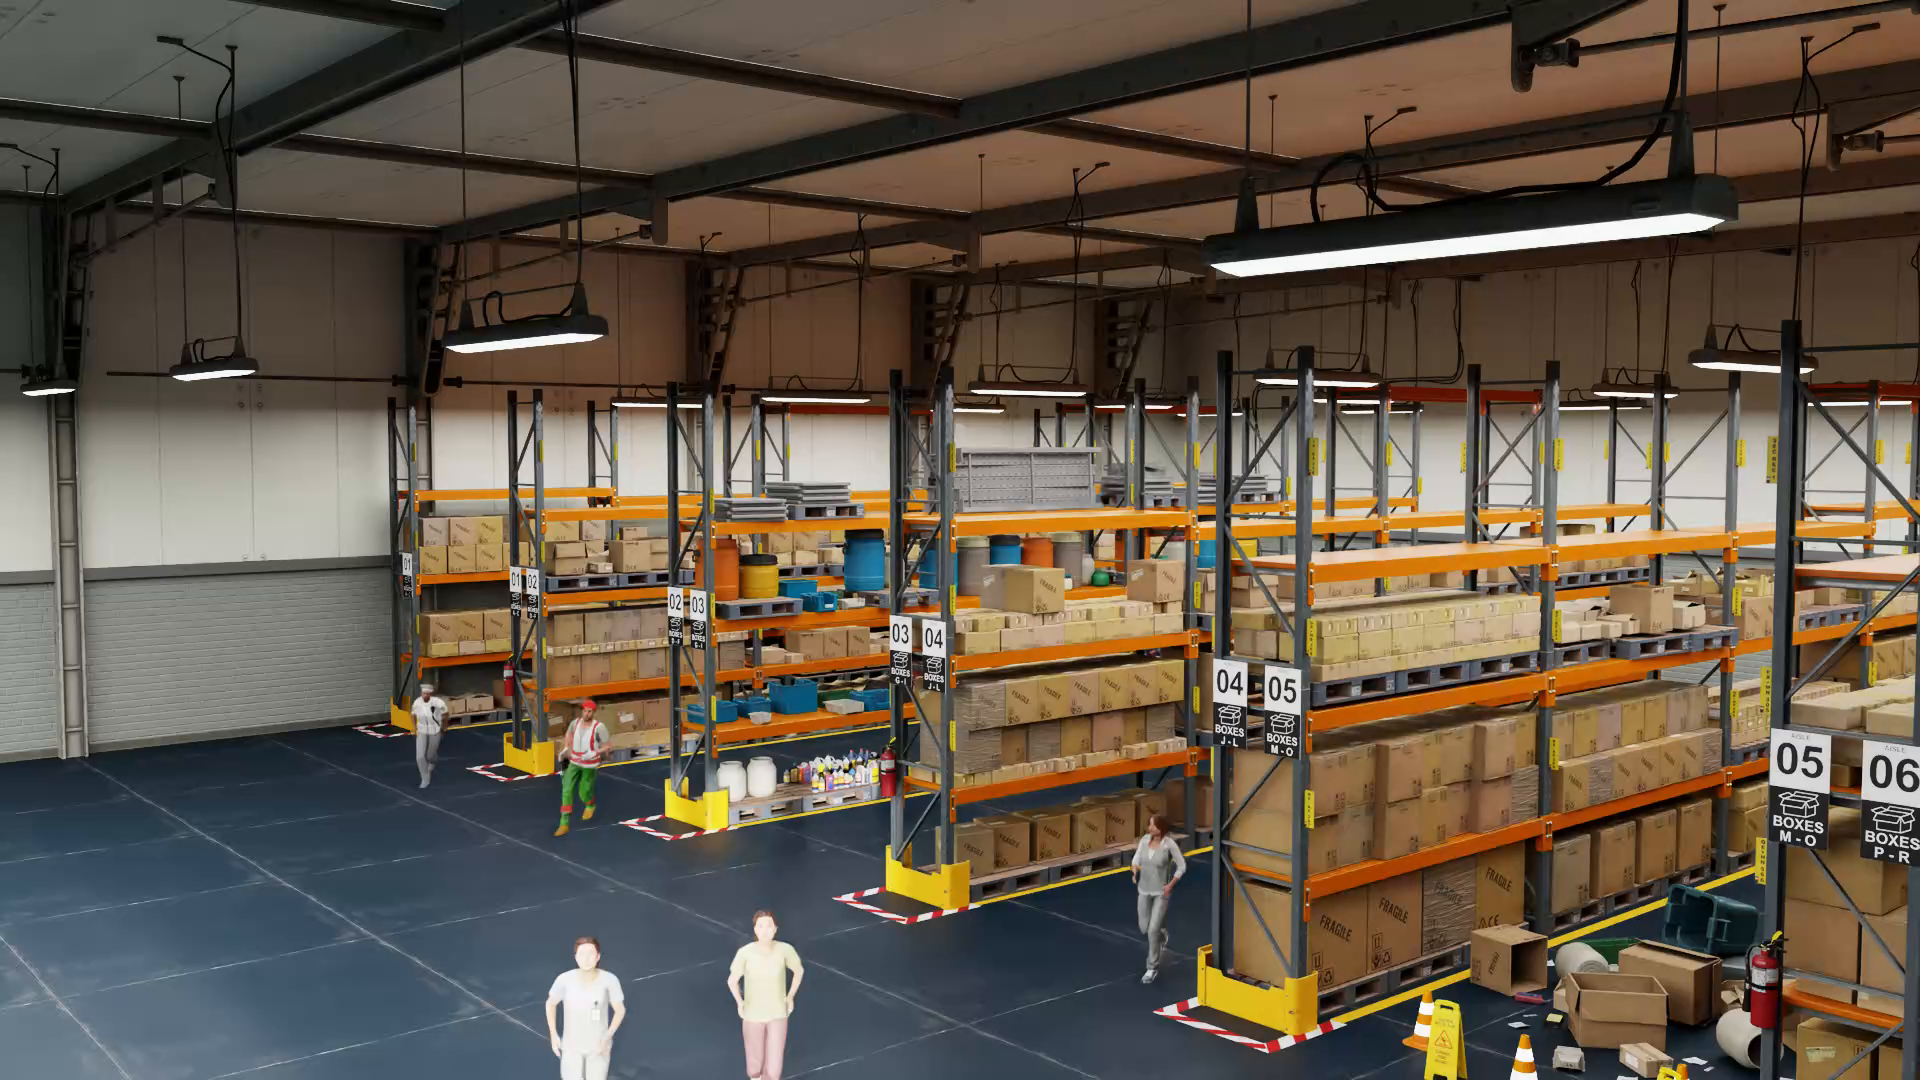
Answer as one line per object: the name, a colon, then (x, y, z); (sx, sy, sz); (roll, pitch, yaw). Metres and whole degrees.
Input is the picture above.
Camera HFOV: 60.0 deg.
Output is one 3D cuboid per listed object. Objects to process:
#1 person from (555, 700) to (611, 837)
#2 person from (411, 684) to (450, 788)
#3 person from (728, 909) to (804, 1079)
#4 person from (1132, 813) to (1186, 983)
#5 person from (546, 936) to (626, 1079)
person: (-4.985, 2.995, 22.148); (0.709, 1.763, 0.932); (1, 3, 11)
person: (-8.002, 2.925, 25.175); (0.568, 1.598, 0.785); (0, 3, -5)
person: (-1.467, 3.613, 12.616); (0.579, 1.630, 0.776); (-1, 3, -9)
person: (1.919, 3.448, 16.174); (0.548, 1.595, 0.669); (2, 4, 34)
person: (-2.688, 3.650, 11.928); (0.569, 1.633, 0.512); (0, 3, -7)
